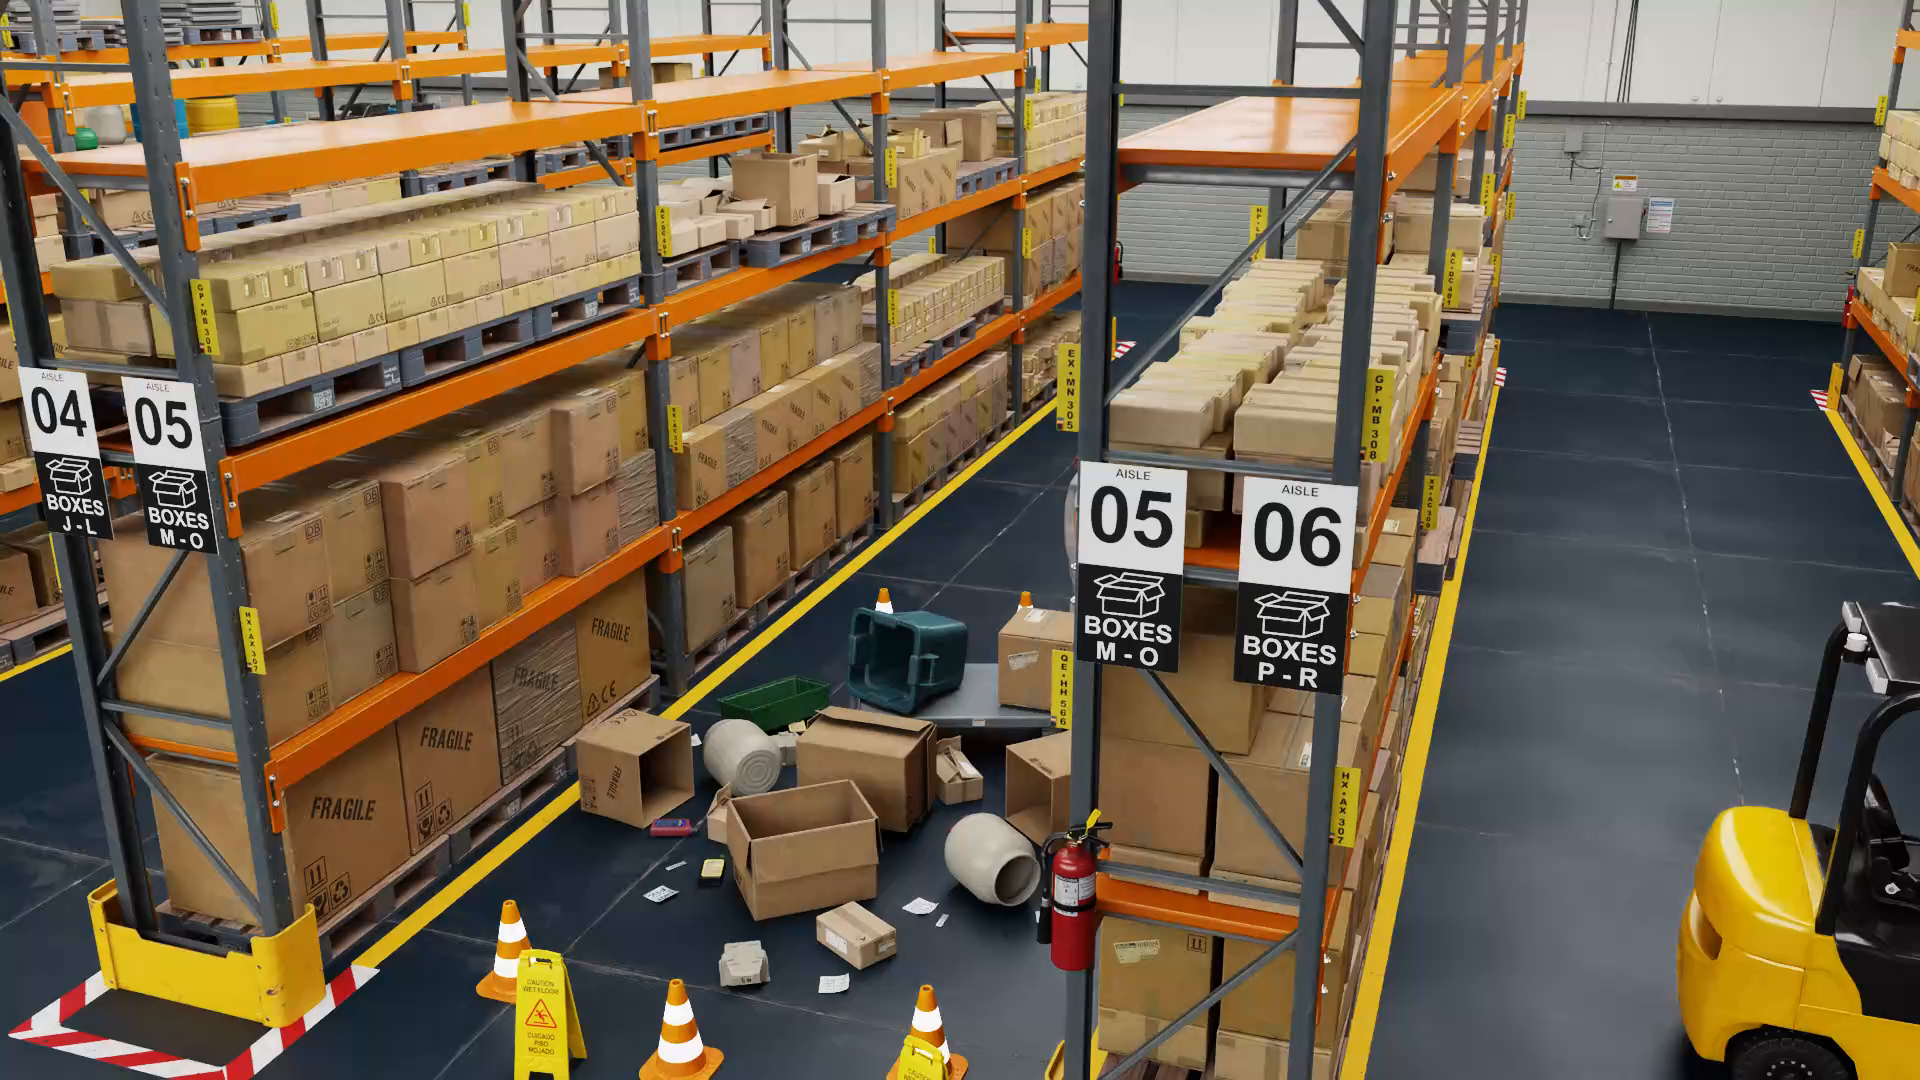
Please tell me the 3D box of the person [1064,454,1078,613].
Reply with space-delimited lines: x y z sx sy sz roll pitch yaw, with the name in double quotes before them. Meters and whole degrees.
"person" 0.960 0.038 12.453 0.363 1.671 0.509 5 19 15
